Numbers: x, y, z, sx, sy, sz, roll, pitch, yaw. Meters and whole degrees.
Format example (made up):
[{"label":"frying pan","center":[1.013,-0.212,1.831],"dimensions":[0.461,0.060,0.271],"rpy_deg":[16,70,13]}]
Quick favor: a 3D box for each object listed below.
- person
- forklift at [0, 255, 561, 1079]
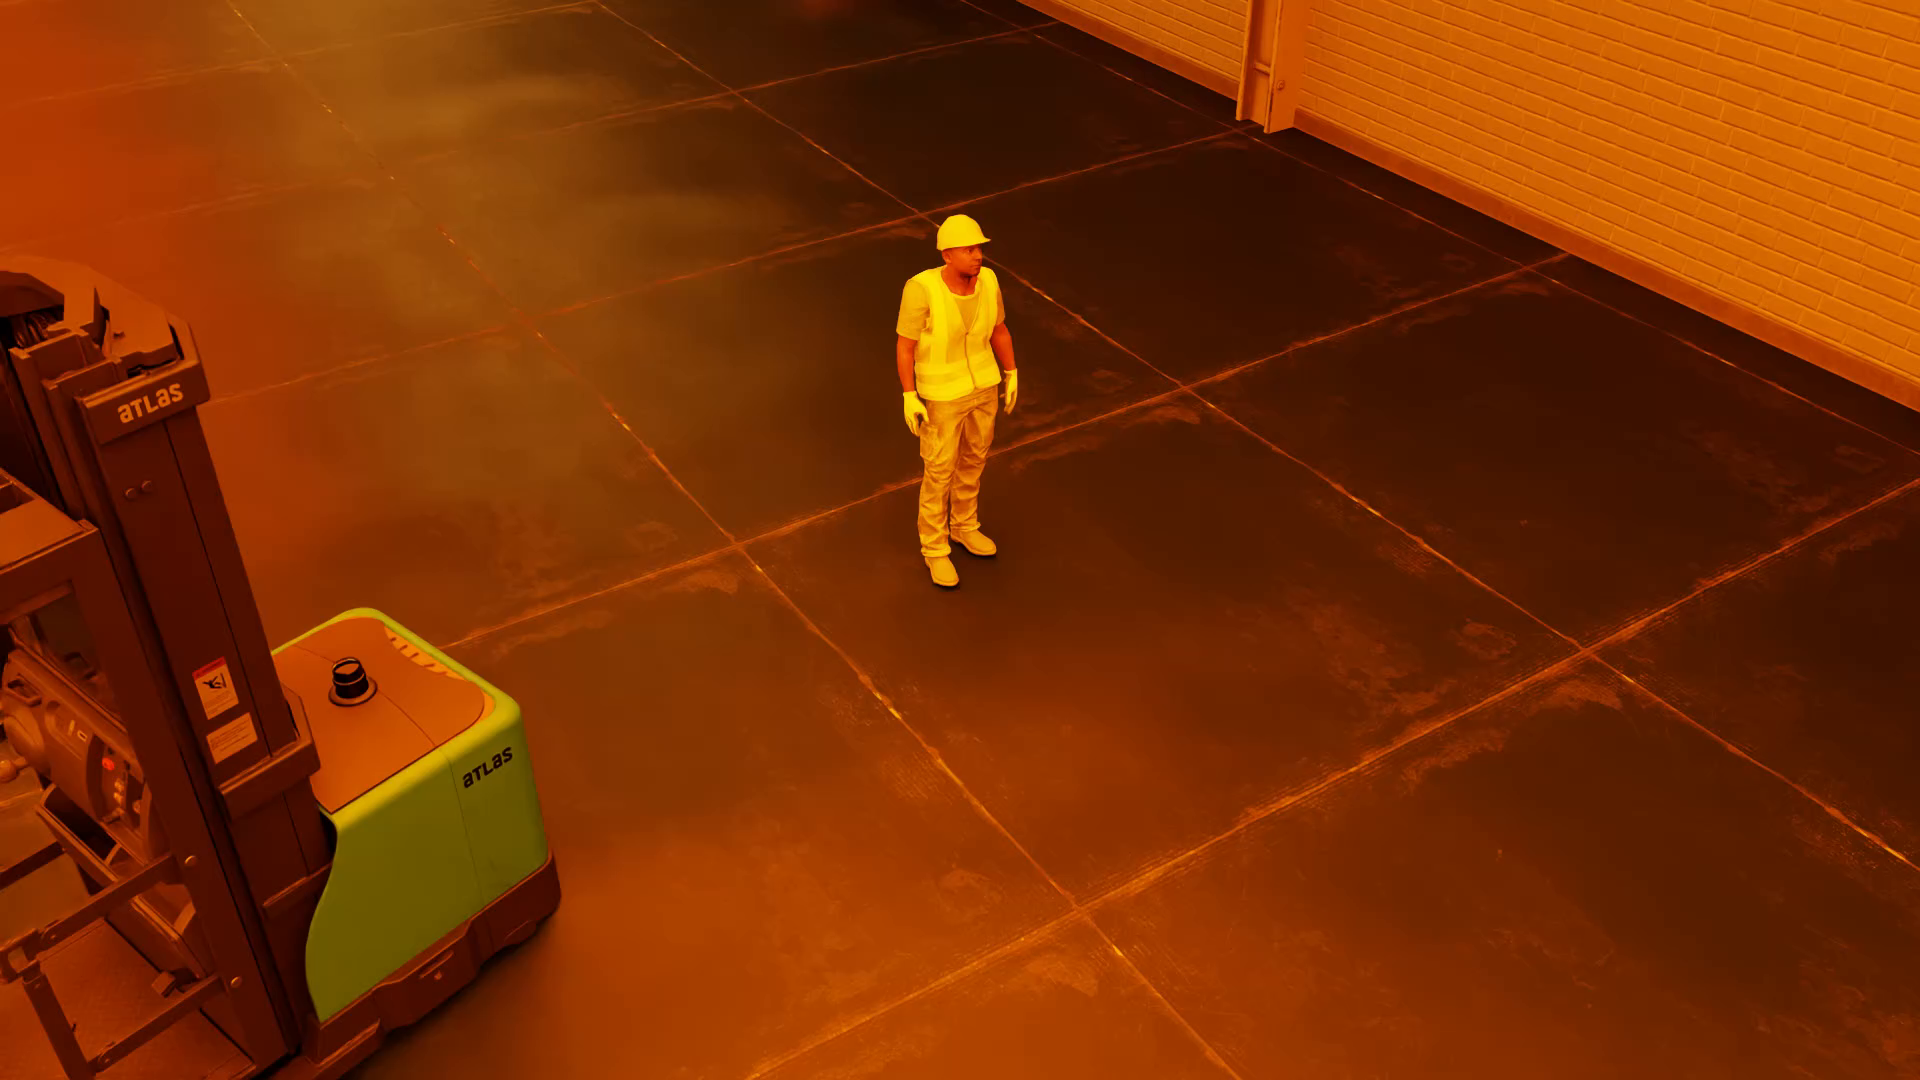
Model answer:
[{"label":"person","center":[0.032,-0.698,8.127],"dimensions":[0.656,1.782,0.577],"rpy_deg":[-21,40,-27]},{"label":"forklift","center":[-2.898,0.747,5.085],"dimensions":[1.130,2.935,3.031],"rpy_deg":[25,42,31]}]
